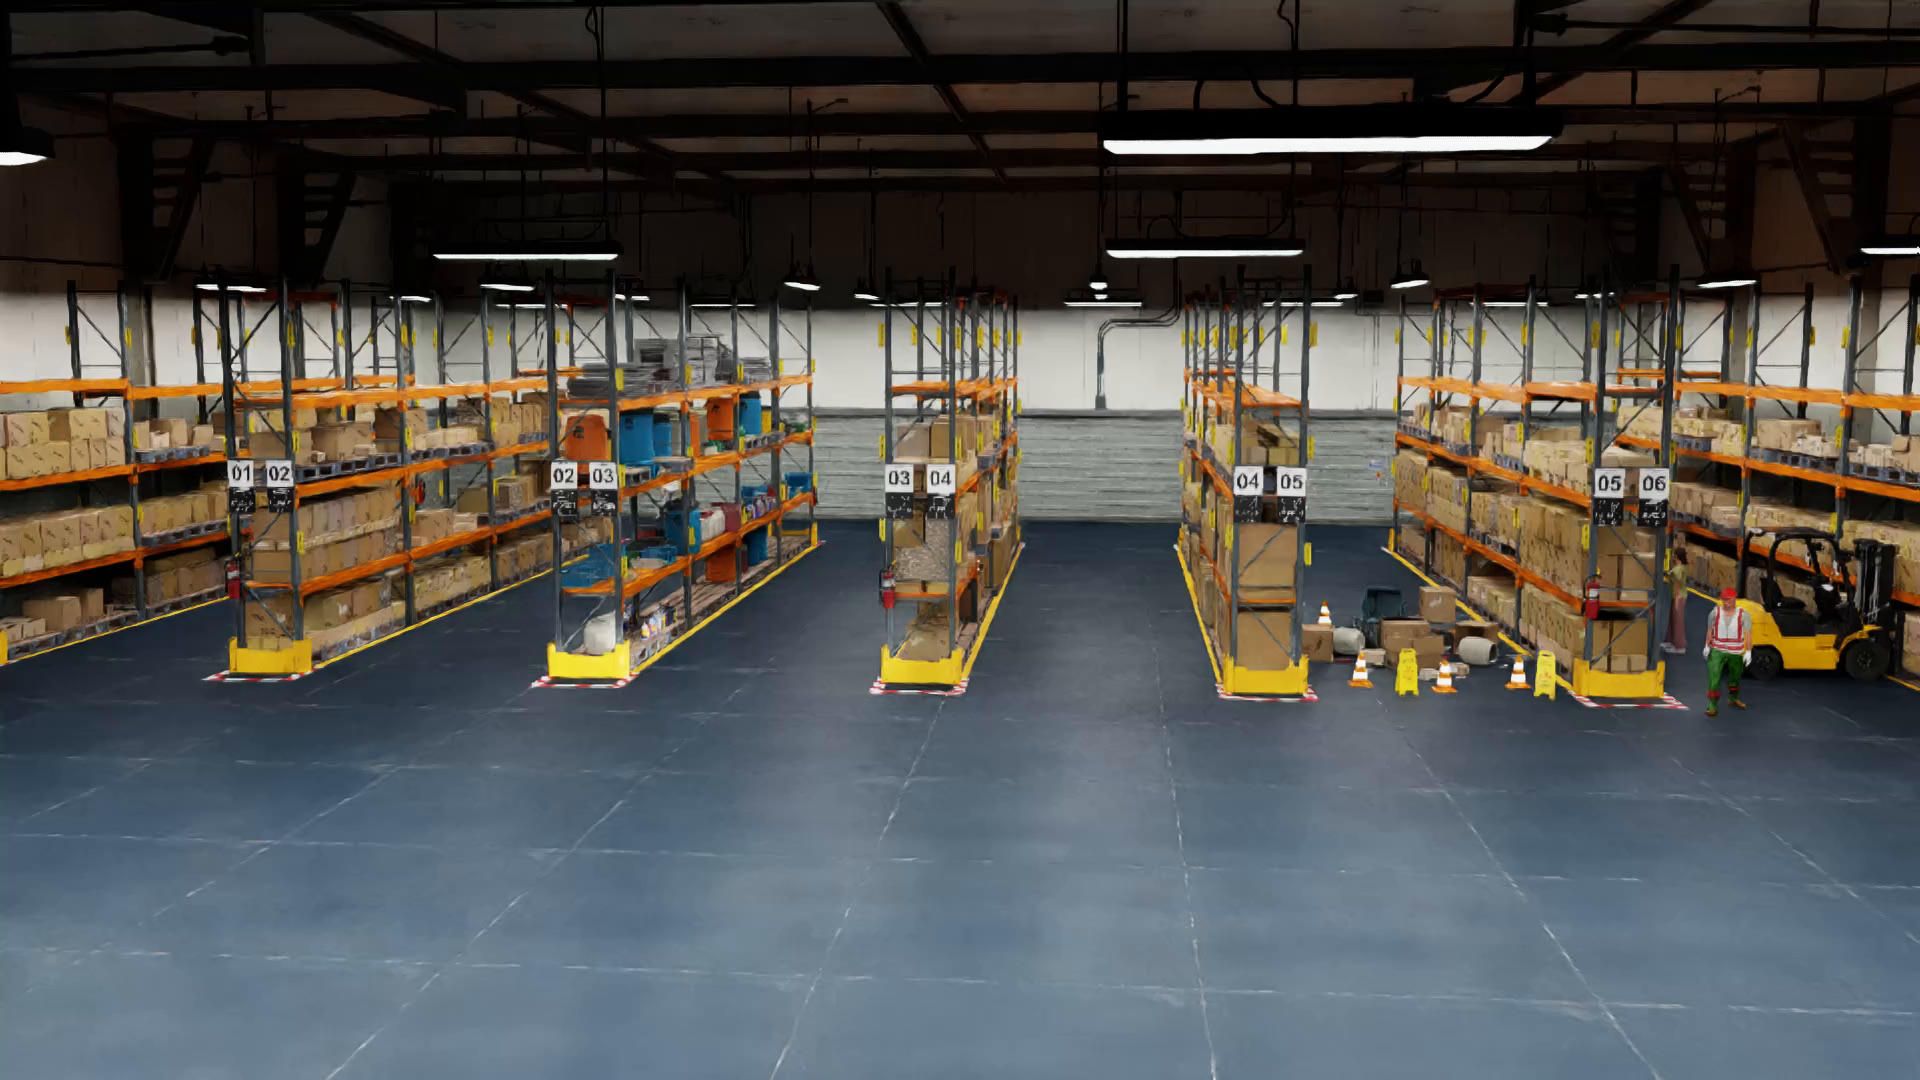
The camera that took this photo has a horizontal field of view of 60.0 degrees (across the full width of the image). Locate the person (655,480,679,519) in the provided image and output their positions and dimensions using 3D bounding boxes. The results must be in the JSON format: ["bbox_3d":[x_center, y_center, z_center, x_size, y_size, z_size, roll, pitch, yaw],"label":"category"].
[{"bbox_3d":[-7.994,-1.392,45.401,0.690,1.762,0.515,-5,8,-34],"label":"person"}]

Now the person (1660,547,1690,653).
[{"bbox_3d":[11.405,0.942,26.556,0.477,1.672,0.493,5,8,35],"label":"person"}]

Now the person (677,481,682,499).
[{"bbox_3d":[-6.257,-0.478,37.920,0.457,1.762,0.606,-3,7,-21],"label":"person"}]

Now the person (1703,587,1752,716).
[{"bbox_3d":[10.231,1.465,22.166,0.598,1.734,0.988,3,8,25],"label":"person"}]
